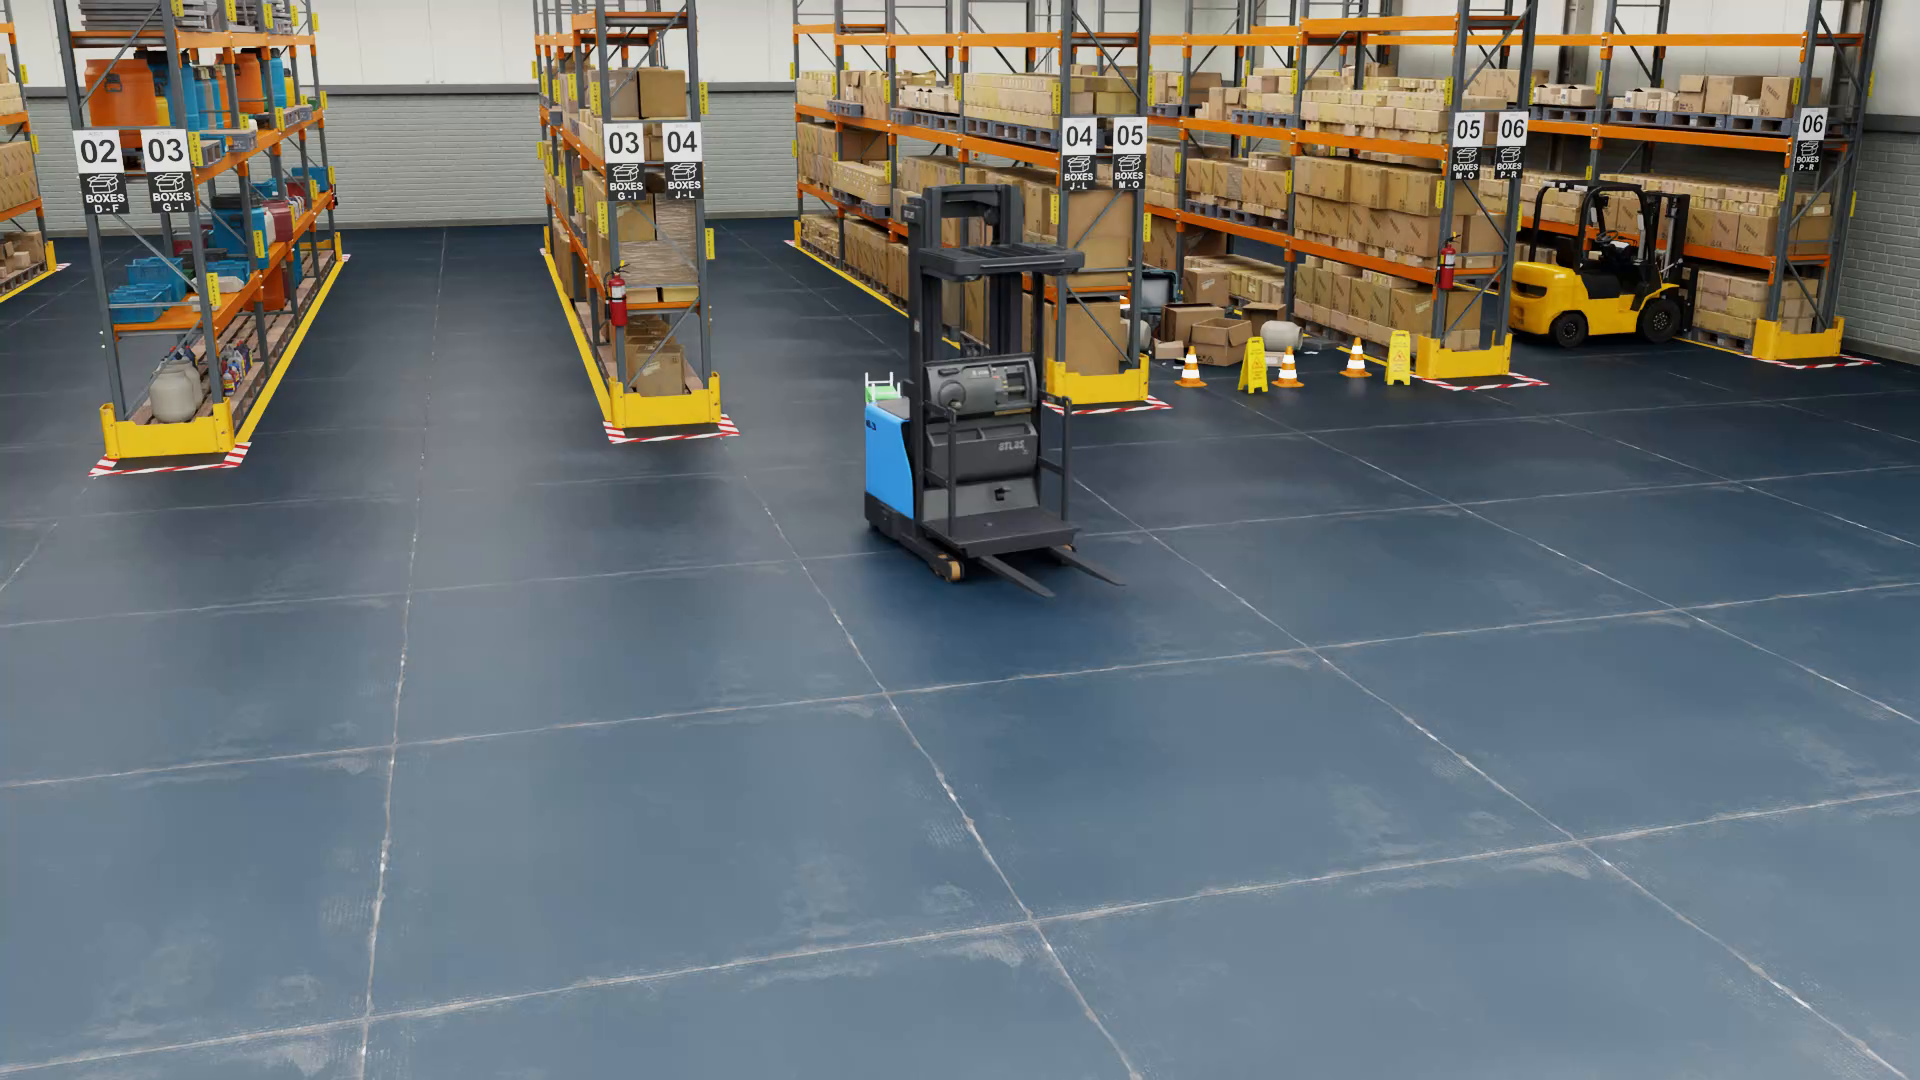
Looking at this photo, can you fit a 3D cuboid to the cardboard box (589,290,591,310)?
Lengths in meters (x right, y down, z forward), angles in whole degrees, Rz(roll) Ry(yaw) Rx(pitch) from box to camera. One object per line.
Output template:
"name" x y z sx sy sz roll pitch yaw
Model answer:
"cardboard box" -5.035 -3.603 24.314 0.700 0.500 0.500 -6 18 -20

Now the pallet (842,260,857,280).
"pallet" -1.490 -4.846 29.717 1.003 0.211 1.213 -5 17 -15

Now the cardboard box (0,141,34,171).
"cardboard box" -16.741 -6.782 29.404 0.500 0.500 0.500 -5 17 -16

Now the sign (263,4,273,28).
"sign" -9.638 -7.298 23.168 0.100 0.325 0.005 -5 17 -15

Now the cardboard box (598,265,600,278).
"cardboard box" -4.109 -3.202 19.835 0.380 0.149 0.250 -5 17 -15

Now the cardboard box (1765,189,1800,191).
"cardboard box" 11.083 -4.648 22.393 0.380 0.149 0.250 -4 17 -14

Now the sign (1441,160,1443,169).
"sign" 8.378 -6.574 28.748 0.100 0.325 0.005 -5 17 -15

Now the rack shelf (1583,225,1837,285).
"rack shelf" 10.546 -4.099 23.634 1.077 0.370 4.000 -5 17 -15

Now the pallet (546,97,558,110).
"pallet" -6.717 -7.654 29.158 1.003 0.211 1.213 -5 17 -15

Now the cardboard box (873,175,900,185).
"cardboard box" -1.182 -5.755 26.570 0.380 0.149 0.250 -5 18 -17

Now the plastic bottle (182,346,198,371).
"plastic bottle" -9.105 -2.125 19.653 0.144 0.351 0.185 -5 17 -15

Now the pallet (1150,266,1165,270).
"pallet" 3.981 -4.598 28.892 1.003 0.211 1.213 -5 17 -15

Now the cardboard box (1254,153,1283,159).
"cardboard box" 4.846 -5.981 26.102 0.380 0.149 0.250 -6 18 -18

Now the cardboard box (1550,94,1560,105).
"cardboard box" 9.402 -6.842 25.834 0.380 0.149 0.250 -5 17 -15

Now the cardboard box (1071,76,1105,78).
"cardboard box" 1.528 -5.423 19.725 0.380 0.149 0.250 -5 17 -16

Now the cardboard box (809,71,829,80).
"cardboard box" -2.658 -8.827 31.609 0.380 0.149 0.250 -4 17 -14

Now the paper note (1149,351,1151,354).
"paper note" 2.626 -2.527 22.325 0.172 0.023 0.155 1 17 4

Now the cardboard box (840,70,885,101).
"cardboard box" -1.707 -7.969 29.149 0.700 0.500 0.500 -5 17 -15

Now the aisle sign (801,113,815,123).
"aisle sign" -3.113 -8.745 33.330 0.394 0.787 0.004 -5 17 -15

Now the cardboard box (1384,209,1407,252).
"cardboard box" 5.777 -3.954 21.211 0.500 0.500 0.500 -5 17 -15

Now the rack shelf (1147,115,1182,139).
"rack shelf" 3.576 -7.355 29.259 1.077 0.370 4.000 -5 17 -15

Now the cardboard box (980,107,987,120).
"cardboard box" 0.475 -5.412 21.072 0.380 0.149 0.250 -5 17 -16

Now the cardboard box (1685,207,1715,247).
"cardboard box" 10.433 -4.339 23.010 0.500 0.500 0.500 -5 17 -16

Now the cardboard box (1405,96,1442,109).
"cardboard box" 5.805 -5.483 20.827 0.380 0.149 0.250 -5 17 -15

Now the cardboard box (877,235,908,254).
"cardboard box" -1.046 -4.822 27.101 0.500 0.250 0.500 -5 17 -17

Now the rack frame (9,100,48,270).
"rack frame" -17.128 -6.357 29.900 1.000 3.000 0.127 -5 17 -15

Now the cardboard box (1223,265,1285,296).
"cardboard box" 4.684 -4.081 26.163 0.950 0.372 0.625 -4 17 -13

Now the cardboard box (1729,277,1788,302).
"cardboard box" 10.669 -3.356 22.222 0.500 0.250 0.500 -4 17 -13

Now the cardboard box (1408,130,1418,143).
"cardboard box" 5.817 -5.032 20.712 0.380 0.149 0.250 -4 17 -14

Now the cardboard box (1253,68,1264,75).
"cardboard box" 6.579 -9.920 35.423 0.500 0.250 0.500 -5 17 -16

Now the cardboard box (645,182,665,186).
"cardboard box" -3.363 -3.833 19.070 0.500 0.500 0.500 -5 17 -15

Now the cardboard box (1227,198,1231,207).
"cardboard box" 4.424 -5.312 26.130 0.380 0.149 0.250 -4 17 -13

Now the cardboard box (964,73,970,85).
"cardboard box" 0.266 -6.003 21.656 0.380 0.149 0.250 -5 17 -15

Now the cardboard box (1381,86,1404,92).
"cardboard box" 7.944 -8.237 30.480 0.380 0.149 0.250 -4 17 -14

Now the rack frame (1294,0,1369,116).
"rack frame" 5.225 -7.476 23.199 1.000 3.000 0.127 -5 17 -15

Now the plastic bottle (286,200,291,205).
"plastic bottle" -10.395 -5.084 25.749 0.144 0.351 0.185 -5 17 -15

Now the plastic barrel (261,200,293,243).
"plastic barrel" -9.747 -4.495 23.466 0.600 0.536 0.708 -5 17 -15

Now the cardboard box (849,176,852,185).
"cardboard box" -1.674 -6.112 28.275 0.380 0.149 0.250 -5 17 -16

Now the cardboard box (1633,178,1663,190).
"cardboard box" 10.008 -5.171 24.136 0.380 0.149 0.250 -4 17 -14

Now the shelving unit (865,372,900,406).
"shelving unit" -0.675 -0.835 14.647 0.258 1.200 0.503 -3 17 -9

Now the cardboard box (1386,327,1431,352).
"cardboard box" 5.836 -2.590 21.409 0.500 0.250 0.500 -5 17 -16

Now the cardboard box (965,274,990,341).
"cardboard box" 0.598 -3.188 22.314 0.875 0.875 0.875 -4 17 -14

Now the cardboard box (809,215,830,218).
"cardboard box" -2.796 -6.385 33.186 0.380 0.149 0.250 -4 17 -14

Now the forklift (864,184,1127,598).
"forklift" 0.269 -1.219 12.917 1.130 2.935 3.031 -8 18 -24

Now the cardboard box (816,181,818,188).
"cardboard box" -2.553 -6.840 31.945 0.380 0.149 0.250 -4 17 -13

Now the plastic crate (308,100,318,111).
"plastic crate" -11.818 -7.832 29.966 0.450 0.188 0.336 -5 17 -15

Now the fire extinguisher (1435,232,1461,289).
"fire extinguisher" 5.912 -3.391 20.163 0.296 0.674 0.183 -5 17 -15

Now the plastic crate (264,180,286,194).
"plastic crate" -12.432 -6.419 30.295 0.416 0.233 0.300 -5 17 -15

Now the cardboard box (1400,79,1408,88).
"cardboard box" 8.161 -8.232 29.979 0.380 0.149 0.250 -5 17 -15

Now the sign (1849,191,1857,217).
"sign" 11.631 -4.385 21.693 0.100 0.325 0.005 -5 17 -15

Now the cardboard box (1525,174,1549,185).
"cardboard box" 9.309 -5.783 26.689 0.380 0.149 0.250 -5 17 -15

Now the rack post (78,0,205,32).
"rack post" -8.052 -5.174 16.405 0.937 0.300 0.954 -3 17 -9

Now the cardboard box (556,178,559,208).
"cardboard box" -6.477 -5.794 27.854 0.500 0.500 0.500 -5 17 -15

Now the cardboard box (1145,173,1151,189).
"cardboard box" 3.443 -6.272 29.011 0.500 0.250 0.500 -5 17 -17

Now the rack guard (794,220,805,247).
"rack guard" -2.784 -6.285 34.006 1.175 0.500 0.348 -5 17 -15
